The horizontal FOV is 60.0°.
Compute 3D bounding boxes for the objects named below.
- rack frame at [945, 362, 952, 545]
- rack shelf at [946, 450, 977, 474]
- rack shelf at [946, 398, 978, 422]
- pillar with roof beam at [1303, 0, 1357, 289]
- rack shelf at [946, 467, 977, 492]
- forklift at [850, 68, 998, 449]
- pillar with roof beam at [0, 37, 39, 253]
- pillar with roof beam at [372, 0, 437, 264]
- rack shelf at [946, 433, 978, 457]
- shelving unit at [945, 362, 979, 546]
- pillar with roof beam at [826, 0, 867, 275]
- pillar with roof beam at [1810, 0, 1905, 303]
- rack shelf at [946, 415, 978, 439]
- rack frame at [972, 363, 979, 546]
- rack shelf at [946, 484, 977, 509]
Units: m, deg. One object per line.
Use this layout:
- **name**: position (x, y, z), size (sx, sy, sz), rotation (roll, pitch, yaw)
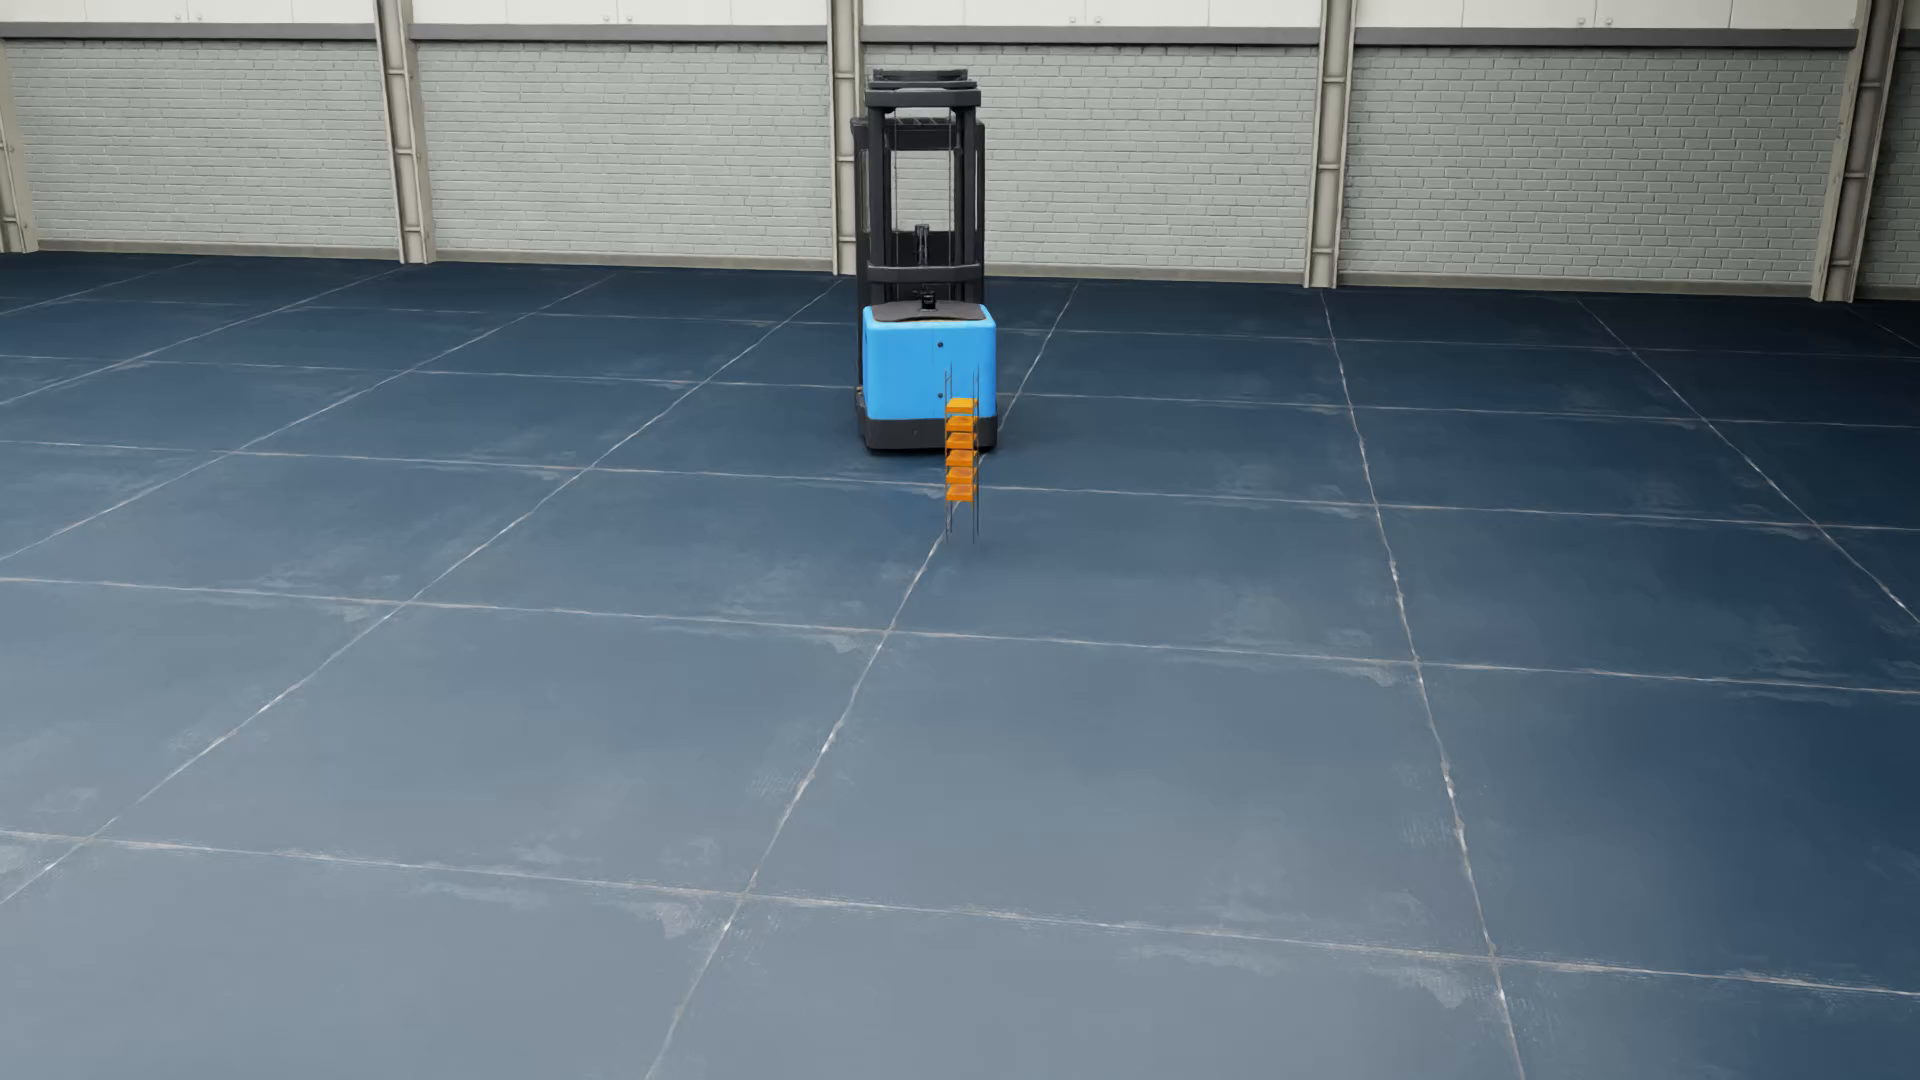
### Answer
- **rack frame**: position (-0.076, -0.573, 11.124), size (0.006, 1.200, 0.240), rotation (3, 19, 9)
- **rack shelf**: position (0.014, -0.526, 11.125), size (0.180, 0.103, 0.258), rotation (3, 19, 9)
- **rack shelf**: position (0.014, -0.868, 11.010), size (0.180, 0.103, 0.258), rotation (3, 19, 9)
- **pillar with roof beam**: position (3.814, -6.094, 15.335), size (0.400, 9.000, 9.100), rotation (3, 19, 9)
- **rack shelf**: position (0.014, -0.412, 11.163), size (0.180, 0.103, 0.258), rotation (3, 19, 9)
- **forklift**: position (-0.362, -2.536, 14.264), size (1.130, 2.935, 3.031), rotation (-2, 19, -5)
- **pillar with roof beam**: position (-13.959, -7.000, 18.042), size (0.400, 9.000, 9.100), rotation (3, 19, 9)
- **pillar with roof beam**: position (-8.034, -6.698, 17.140), size (0.400, 9.000, 9.100), rotation (3, 19, 9)
- **rack shelf**: position (0.014, -0.640, 11.087), size (0.180, 0.103, 0.258), rotation (3, 19, 9)
- **shelving unit**: position (0.014, -0.568, 11.111), size (0.189, 1.200, 0.258), rotation (3, 19, 9)
- **pillar with roof beam**: position (-2.110, -6.396, 16.237), size (0.400, 9.000, 9.100), rotation (3, 19, 9)
- **pillar with roof beam**: position (9.738, -5.792, 14.432), size (0.400, 9.000, 9.100), rotation (3, 19, 9)
- **rack shelf**: position (0.014, -0.754, 11.048), size (0.180, 0.103, 0.258), rotation (3, 19, 9)
- **rack frame**: position (0.105, -0.564, 11.097), size (0.006, 1.200, 0.240), rotation (3, 19, 9)
- **rack shelf**: position (0.014, -0.299, 11.201), size (0.180, 0.103, 0.258), rotation (3, 19, 9)
